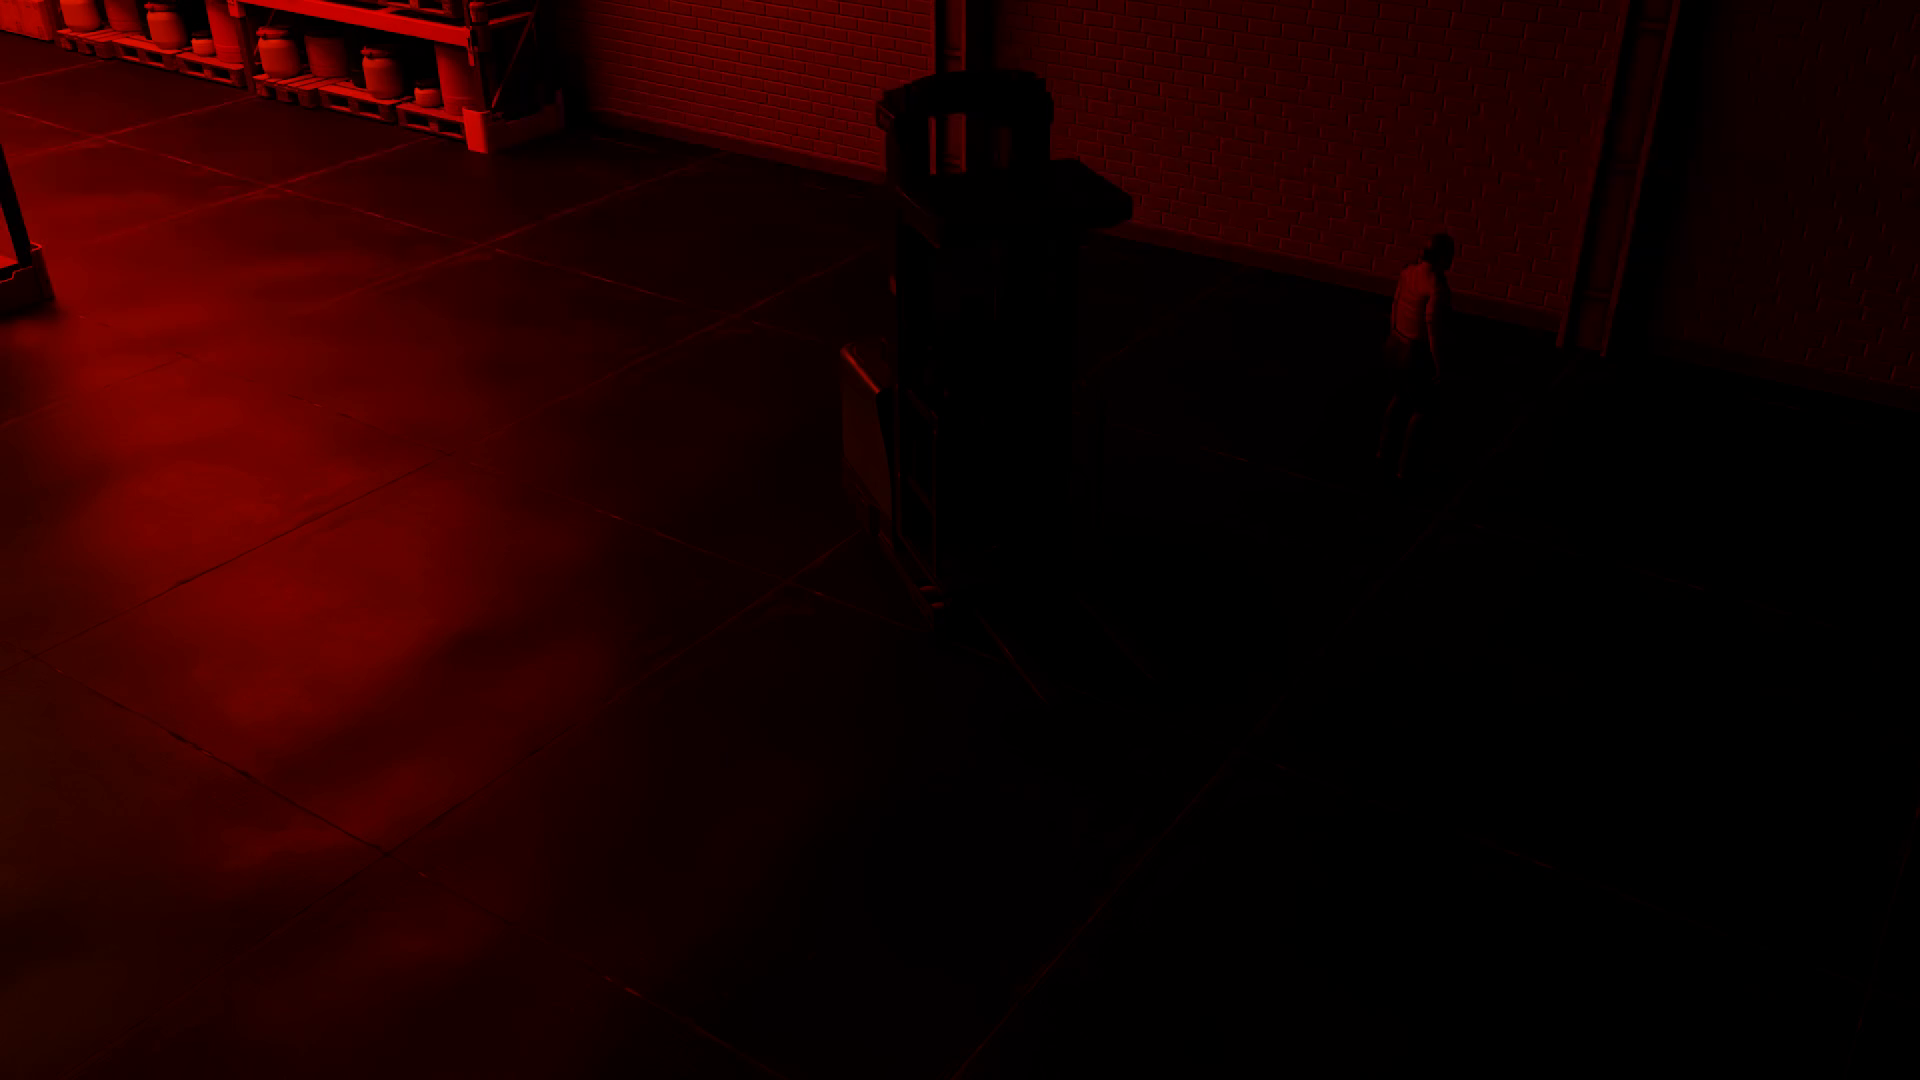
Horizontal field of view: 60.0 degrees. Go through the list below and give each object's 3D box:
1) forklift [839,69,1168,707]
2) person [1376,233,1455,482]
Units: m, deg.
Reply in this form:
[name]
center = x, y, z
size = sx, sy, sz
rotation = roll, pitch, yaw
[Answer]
[forklift]
center = 0.233, -0.983, 9.274
size = 1.130, 2.935, 3.031
rotation = -11, 32, -18
[person]
center = 3.017, -1.216, 10.957
size = 0.380, 1.654, 0.529
rotation = -9, 31, -16
